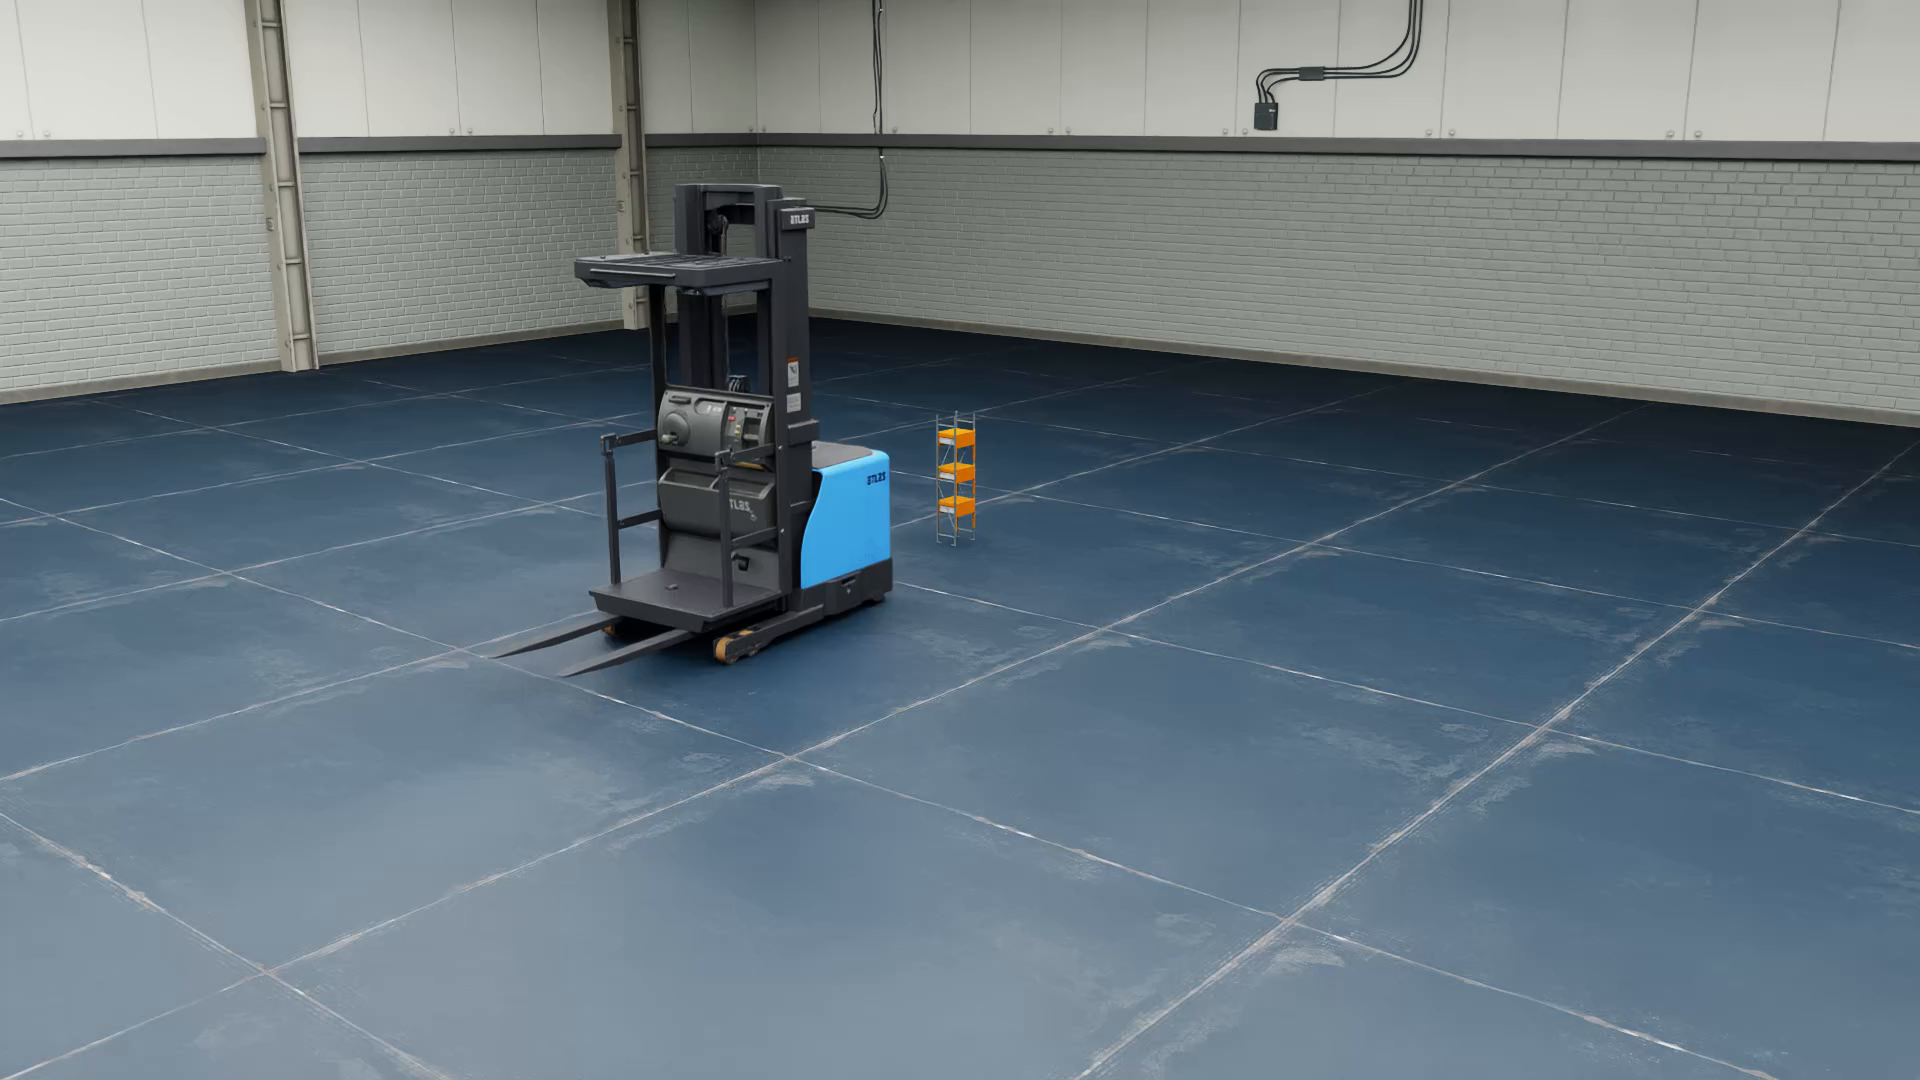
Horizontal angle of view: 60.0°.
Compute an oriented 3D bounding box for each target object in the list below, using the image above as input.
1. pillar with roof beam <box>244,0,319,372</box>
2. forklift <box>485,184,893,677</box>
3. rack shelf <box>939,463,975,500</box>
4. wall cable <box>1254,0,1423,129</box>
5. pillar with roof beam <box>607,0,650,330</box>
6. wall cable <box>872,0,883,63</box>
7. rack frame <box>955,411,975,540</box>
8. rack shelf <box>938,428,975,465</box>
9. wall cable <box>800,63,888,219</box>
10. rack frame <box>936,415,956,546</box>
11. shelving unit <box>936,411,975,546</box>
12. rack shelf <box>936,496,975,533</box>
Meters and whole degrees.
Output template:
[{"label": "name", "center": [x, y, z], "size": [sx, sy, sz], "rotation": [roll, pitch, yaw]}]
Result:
[{"label": "pillar with roof beam", "center": [-5.717, -6.039, 19.117], "size": [9.100, 9.000, 0.400], "rotation": [11, 18, 38]}, {"label": "forklift", "center": [-1.725, -0.770, 10.701], "size": [1.130, 2.935, 3.031], "rotation": [9, 17, 33]}, {"label": "rack shelf", "center": [-0.034, -0.488, 13.456], "size": [0.215, 0.259, 0.240], "rotation": [11, 18, 38]}, {"label": "wall cable", "center": [4.959, -8.389, 21.464], "size": [2.305, 6.003, 0.169], "rotation": [11, 18, 38]}, {"label": "pillar with roof beam", "center": [-1.946, -7.188, 23.640], "size": [9.100, 9.000, 0.400], "rotation": [11, 18, 38]}, {"label": "wall cable", "center": [-0.311, -8.737, 25.790], "size": [3.097, 2.526, 0.112], "rotation": [11, 18, 38]}, {"label": "rack frame", "center": [0.043, -0.522, 13.545], "size": [0.200, 1.050, 0.008], "rotation": [11, 18, 38]}, {"label": "rack shelf", "center": [-0.034, -0.763, 13.386], "size": [0.215, 0.259, 0.240], "rotation": [11, 18, 38]}, {"label": "wall cable", "center": [-2.415, -6.708, 28.060], "size": [3.097, 2.526, 0.112], "rotation": [11, 18, 38]}, {"label": "rack frame", "center": [-0.110, -0.475, 13.361], "size": [0.200, 1.050, 0.008], "rotation": [11, 18, 38]}, {"label": "shelving unit", "center": [-0.034, -0.499, 13.453], "size": [0.215, 1.050, 0.252], "rotation": [11, 18, 38]}, {"label": "rack shelf", "center": [-0.034, -0.219, 13.524], "size": [0.215, 0.259, 0.240], "rotation": [11, 18, 38]}]
